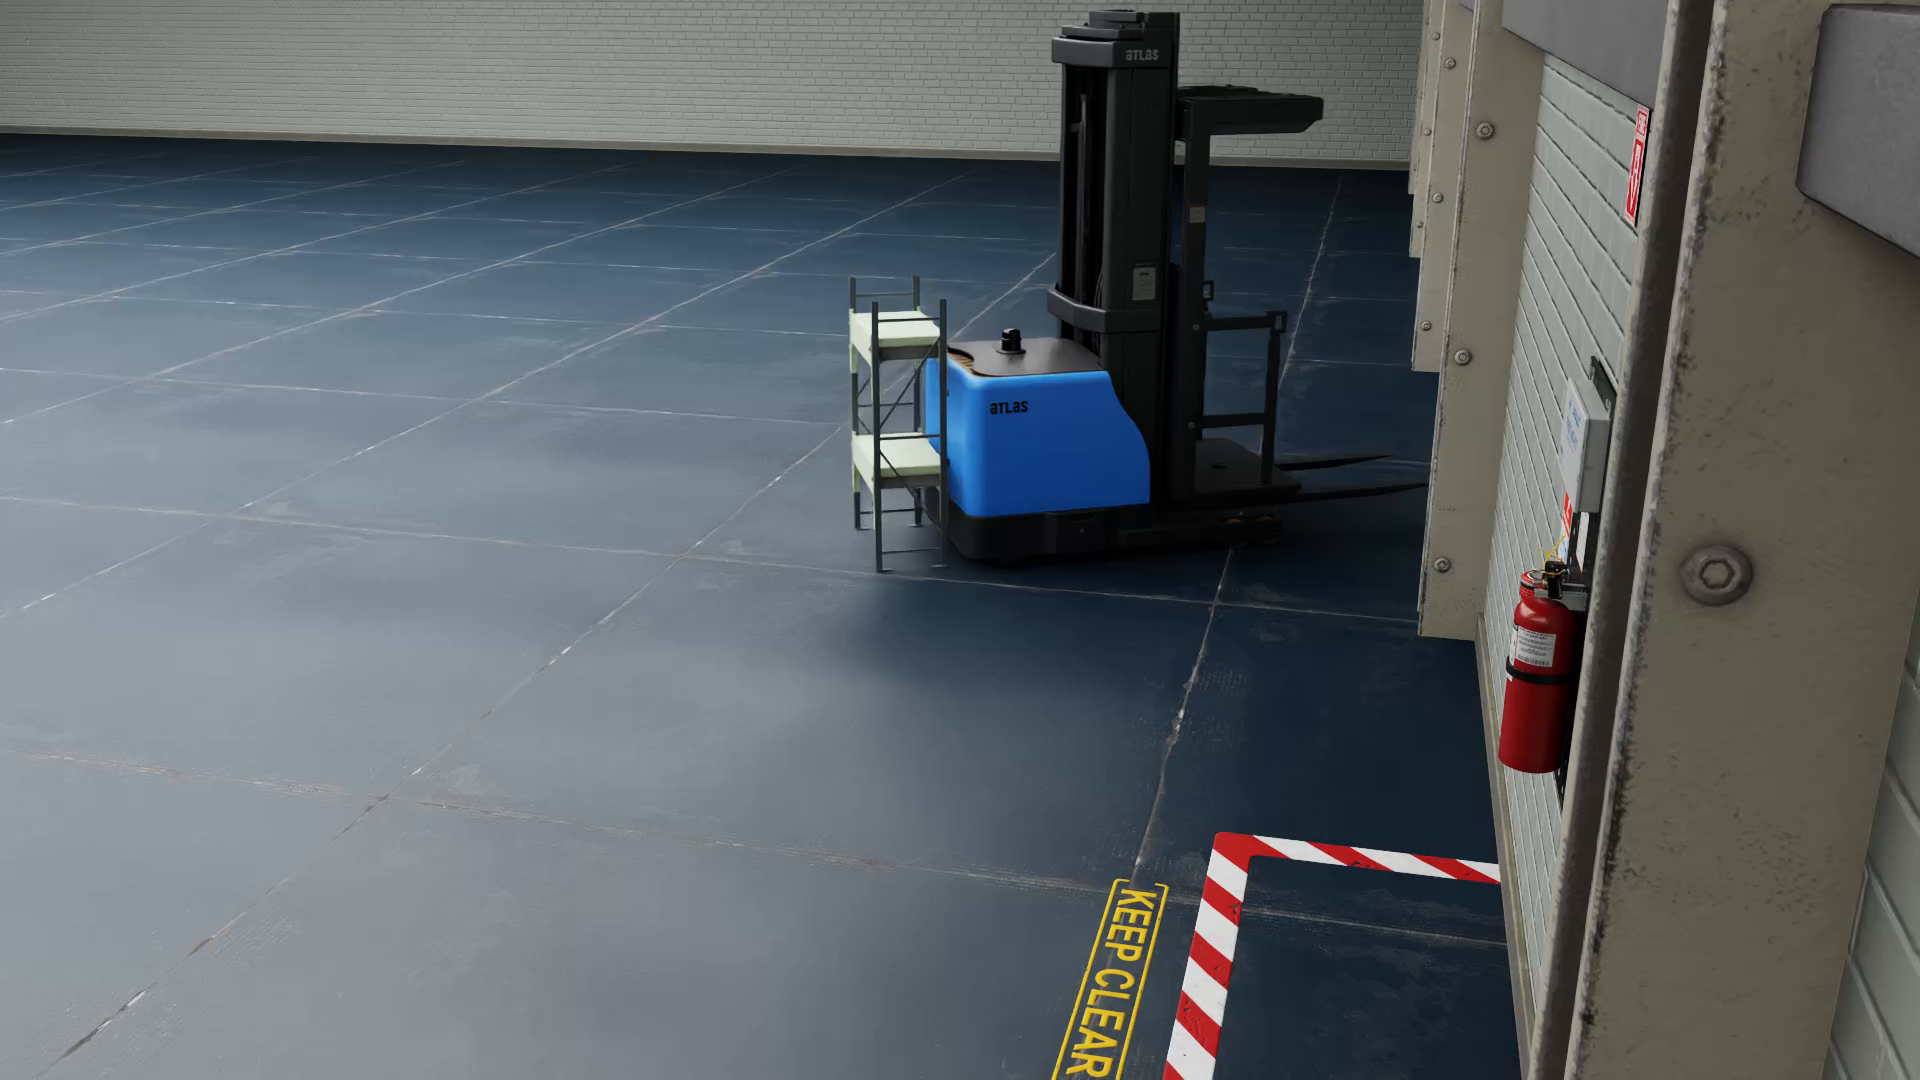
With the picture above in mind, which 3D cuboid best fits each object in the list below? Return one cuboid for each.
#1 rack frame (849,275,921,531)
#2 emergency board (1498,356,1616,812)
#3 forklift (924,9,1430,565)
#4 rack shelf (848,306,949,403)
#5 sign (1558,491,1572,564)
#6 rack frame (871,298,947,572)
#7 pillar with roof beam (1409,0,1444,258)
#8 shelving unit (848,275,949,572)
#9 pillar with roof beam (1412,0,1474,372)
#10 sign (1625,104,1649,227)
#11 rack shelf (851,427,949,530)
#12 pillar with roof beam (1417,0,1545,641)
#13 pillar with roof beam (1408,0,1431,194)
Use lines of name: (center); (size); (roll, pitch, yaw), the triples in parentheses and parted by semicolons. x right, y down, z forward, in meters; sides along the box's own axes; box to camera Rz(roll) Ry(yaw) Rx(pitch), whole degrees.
rack frame: (-0.429, -0.782, 9.656); (0.400, 1.500, 0.023); (-4, 19, -12)
emergency board: (1.658, 0.116, 4.707); (0.194, 1.169, 0.643); (5, 19, 13)
forklift: (1.362, -1.499, 9.542); (3.031, 2.935, 1.130); (-5, 20, -15)
rack shelf: (-0.349, -1.036, 9.192); (0.431, 0.370, 0.720); (-4, 19, -12)
sign: (1.893, -0.066, 5.185); (0.001, 0.329, 0.234); (5, 19, 13)
rack frame: (-0.269, -0.551, 8.980); (0.400, 1.500, 0.023); (-4, 19, -12)
pillar with roof beam: (1.240, -7.933, 18.992); (9.100, 9.000, 0.400); (5, 19, 13)
shelving unit: (-0.349, -0.666, 9.318); (0.431, 1.500, 0.755); (-4, 19, -12)
pillar with roof beam: (-0.226, -6.053, 13.486); (9.100, 9.000, 0.400); (5, 19, 13)
sign: (1.756, -0.976, 4.317); (0.001, 0.298, 0.199); (5, 19, 13)
rack shelf: (-0.349, -0.358, 9.423); (0.431, 0.370, 0.720); (-4, 19, -12)
pillar with roof beam: (-1.692, -4.172, 7.980); (9.100, 9.000, 0.400); (5, 19, 13)
pillar with roof beam: (2.706, -9.814, 24.497); (9.100, 9.000, 0.400); (5, 19, 13)
